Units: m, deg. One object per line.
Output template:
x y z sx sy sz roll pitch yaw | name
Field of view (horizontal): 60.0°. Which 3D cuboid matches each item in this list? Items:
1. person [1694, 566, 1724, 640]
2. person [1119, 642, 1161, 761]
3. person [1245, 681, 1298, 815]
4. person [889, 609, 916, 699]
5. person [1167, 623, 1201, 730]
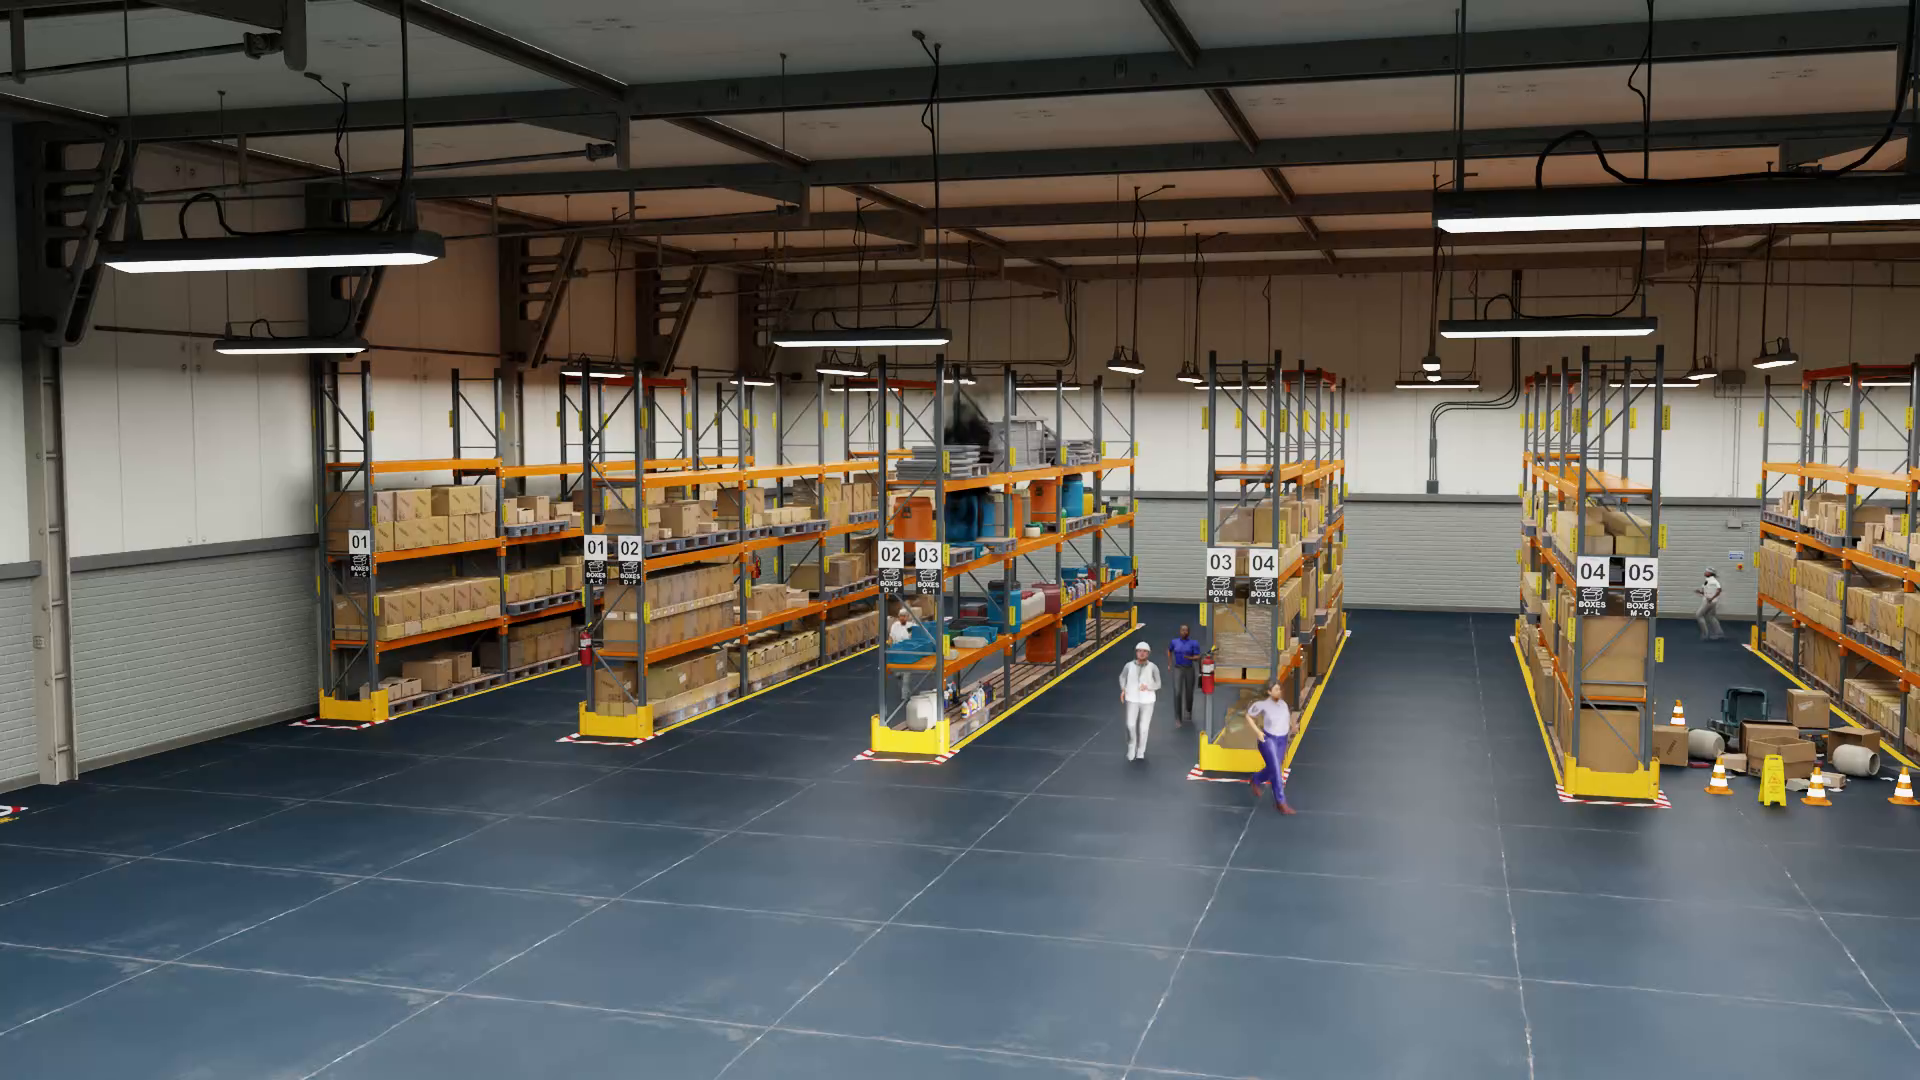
17.100 1.452 37.953 0.674 1.741 0.575 2 4 24 | person
2.641 2.380 24.477 0.628 1.751 0.610 1 4 10 | person
4.032 2.652 21.518 0.607 1.653 0.921 -3 5 -34 | person
-1.003 2.048 30.204 0.593 1.619 0.586 1 4 8 | person
3.682 2.207 27.333 0.562 1.682 0.885 1 4 8 | person
